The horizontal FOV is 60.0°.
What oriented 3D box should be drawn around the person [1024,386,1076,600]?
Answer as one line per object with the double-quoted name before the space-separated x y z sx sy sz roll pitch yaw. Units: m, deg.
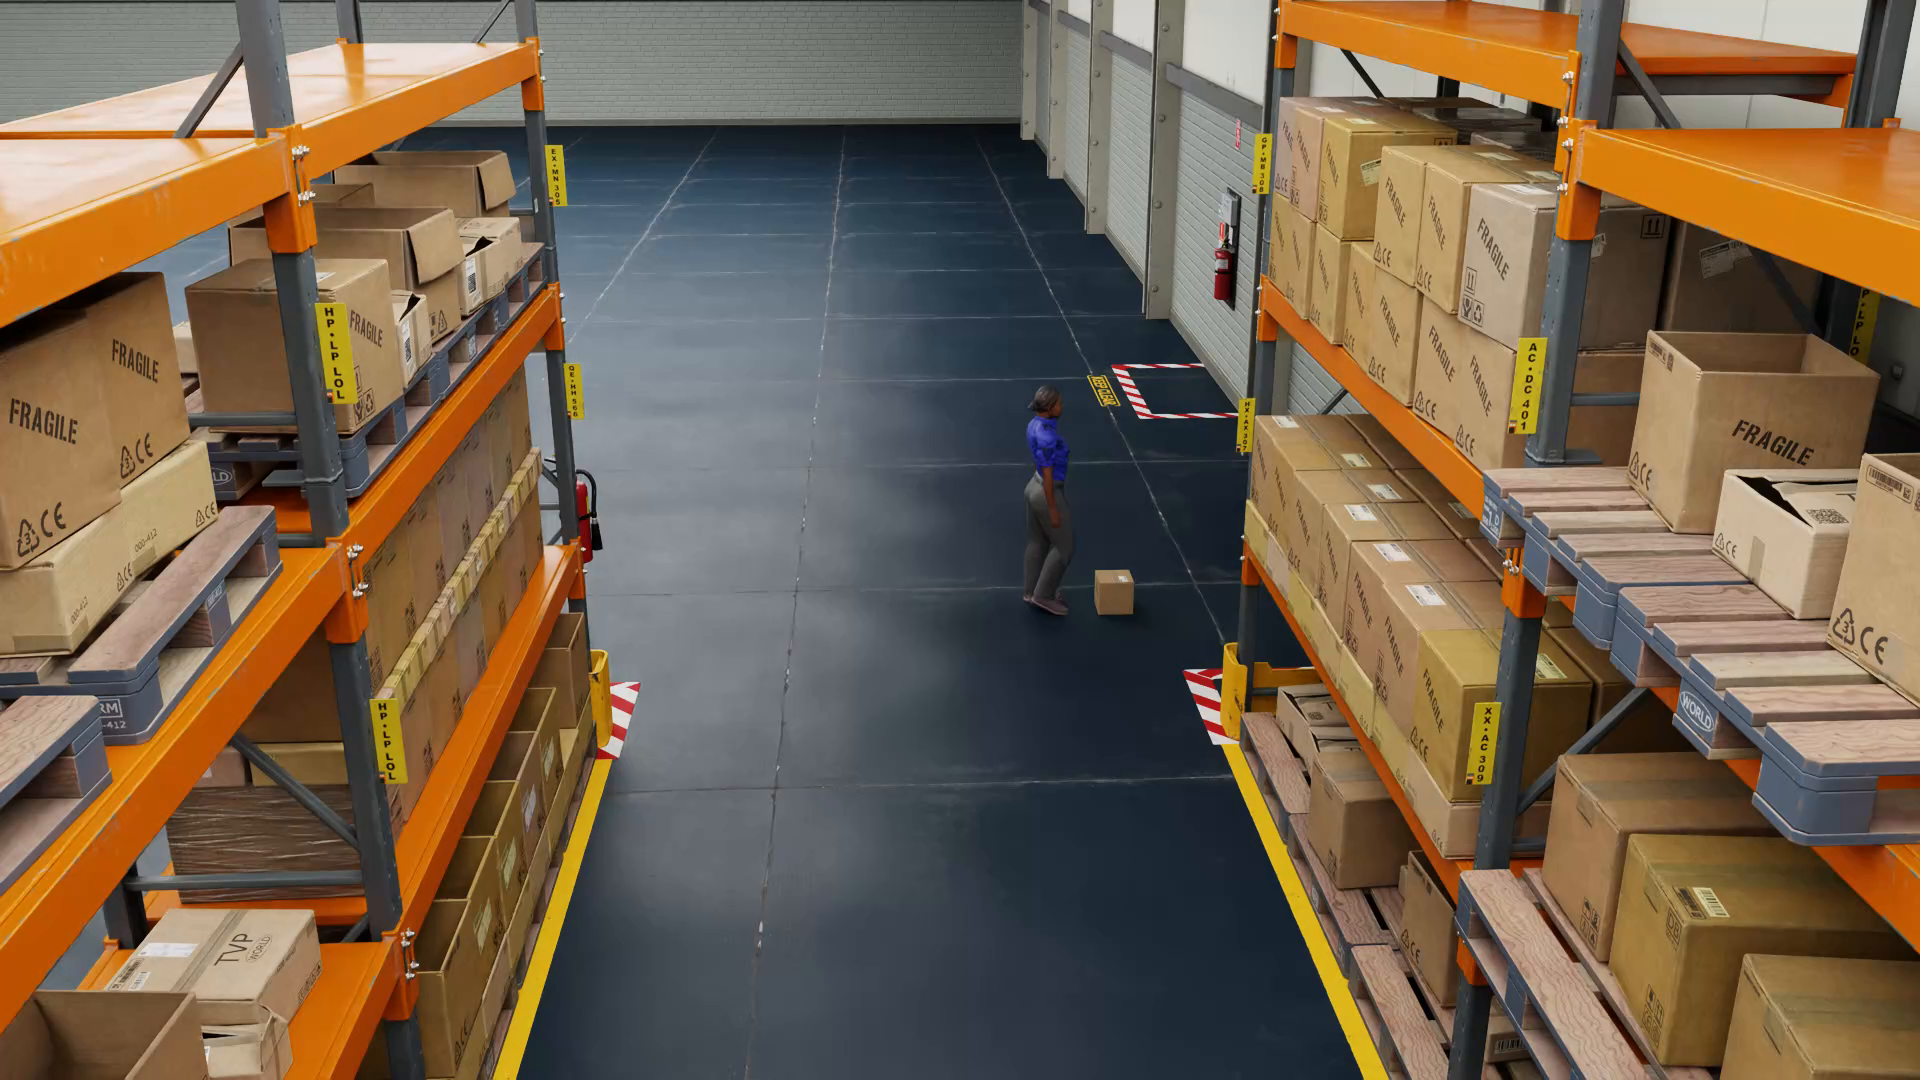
"person" 0.636 -0.326 11.792 0.343 1.589 0.485 -3 21 -9
